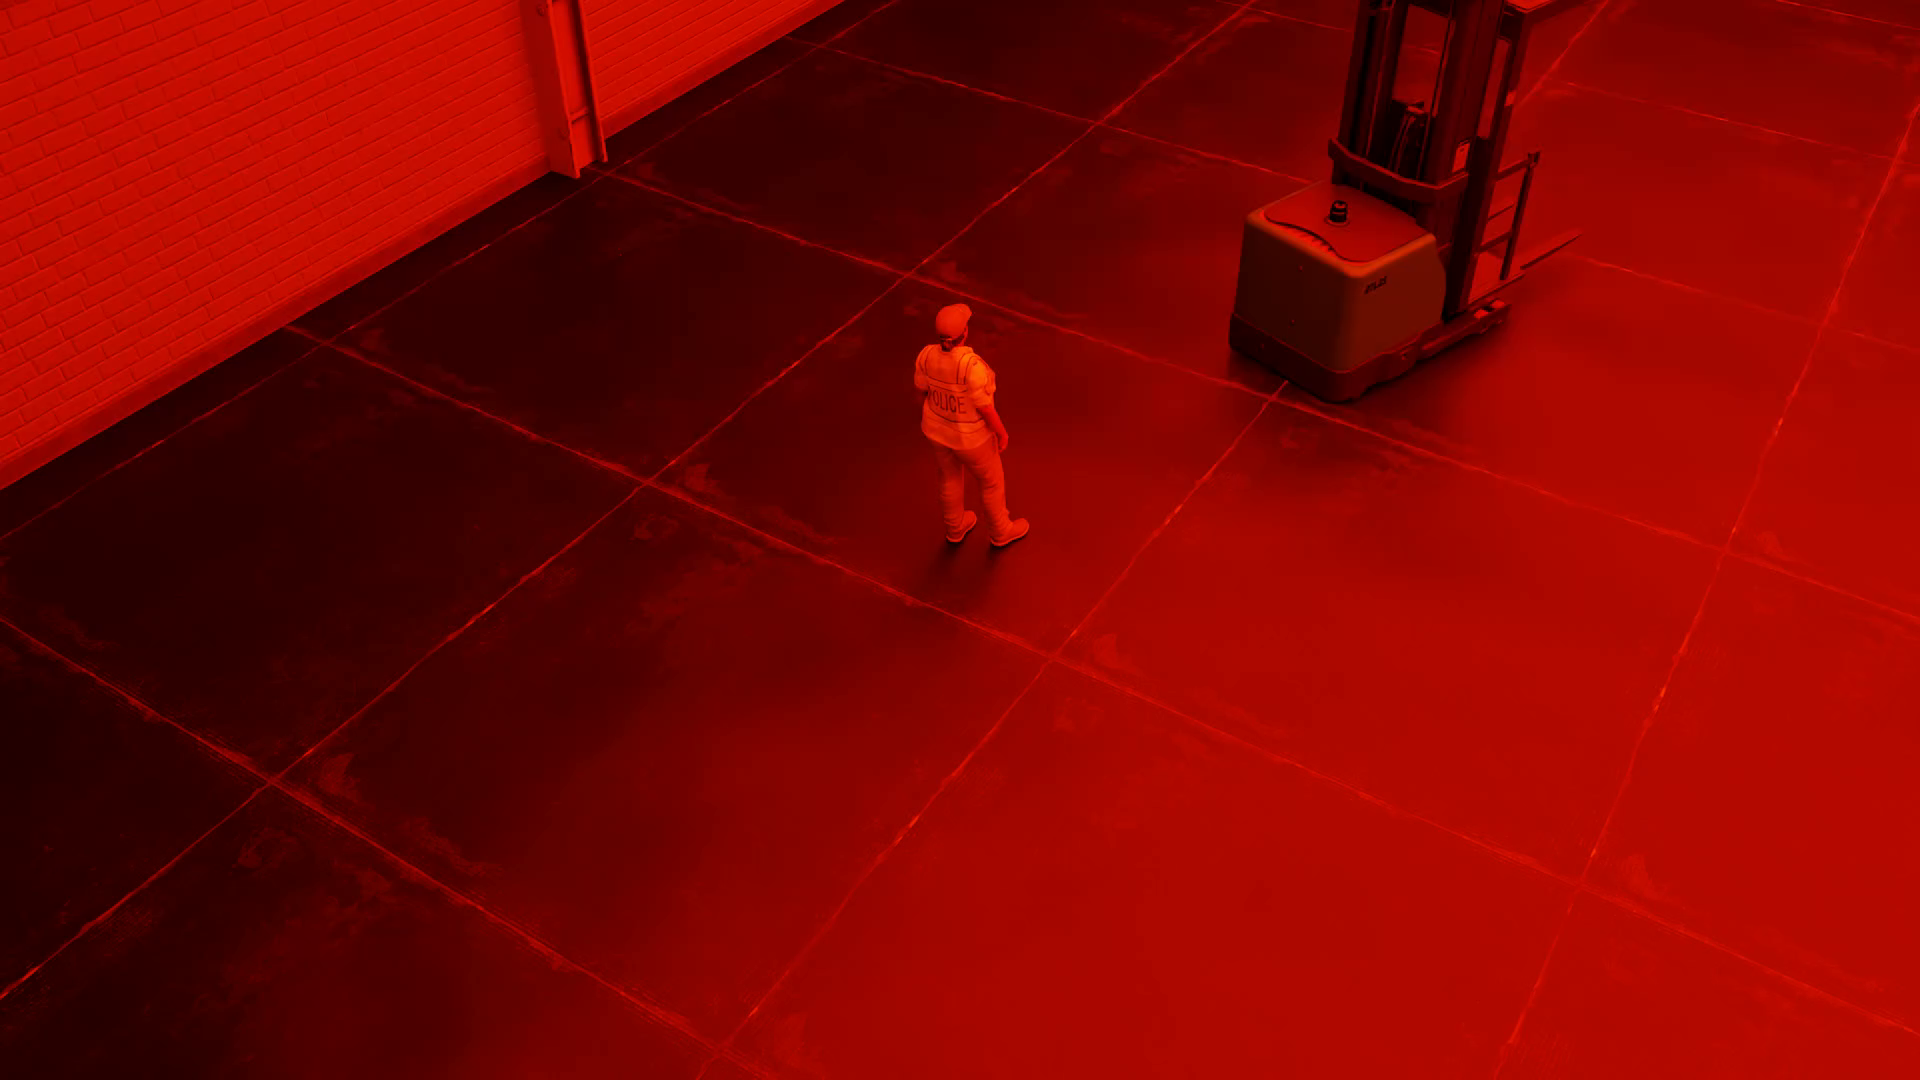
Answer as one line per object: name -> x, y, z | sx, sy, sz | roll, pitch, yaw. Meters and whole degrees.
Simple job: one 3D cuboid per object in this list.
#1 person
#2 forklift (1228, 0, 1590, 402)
person -> 0.060, -0.676, 9.730 | 0.598, 1.670, 0.529 | 22, 45, 24
forklift -> 3.365, -2.848, 11.328 | 3.031, 2.935, 1.130 | -28, 48, -29
